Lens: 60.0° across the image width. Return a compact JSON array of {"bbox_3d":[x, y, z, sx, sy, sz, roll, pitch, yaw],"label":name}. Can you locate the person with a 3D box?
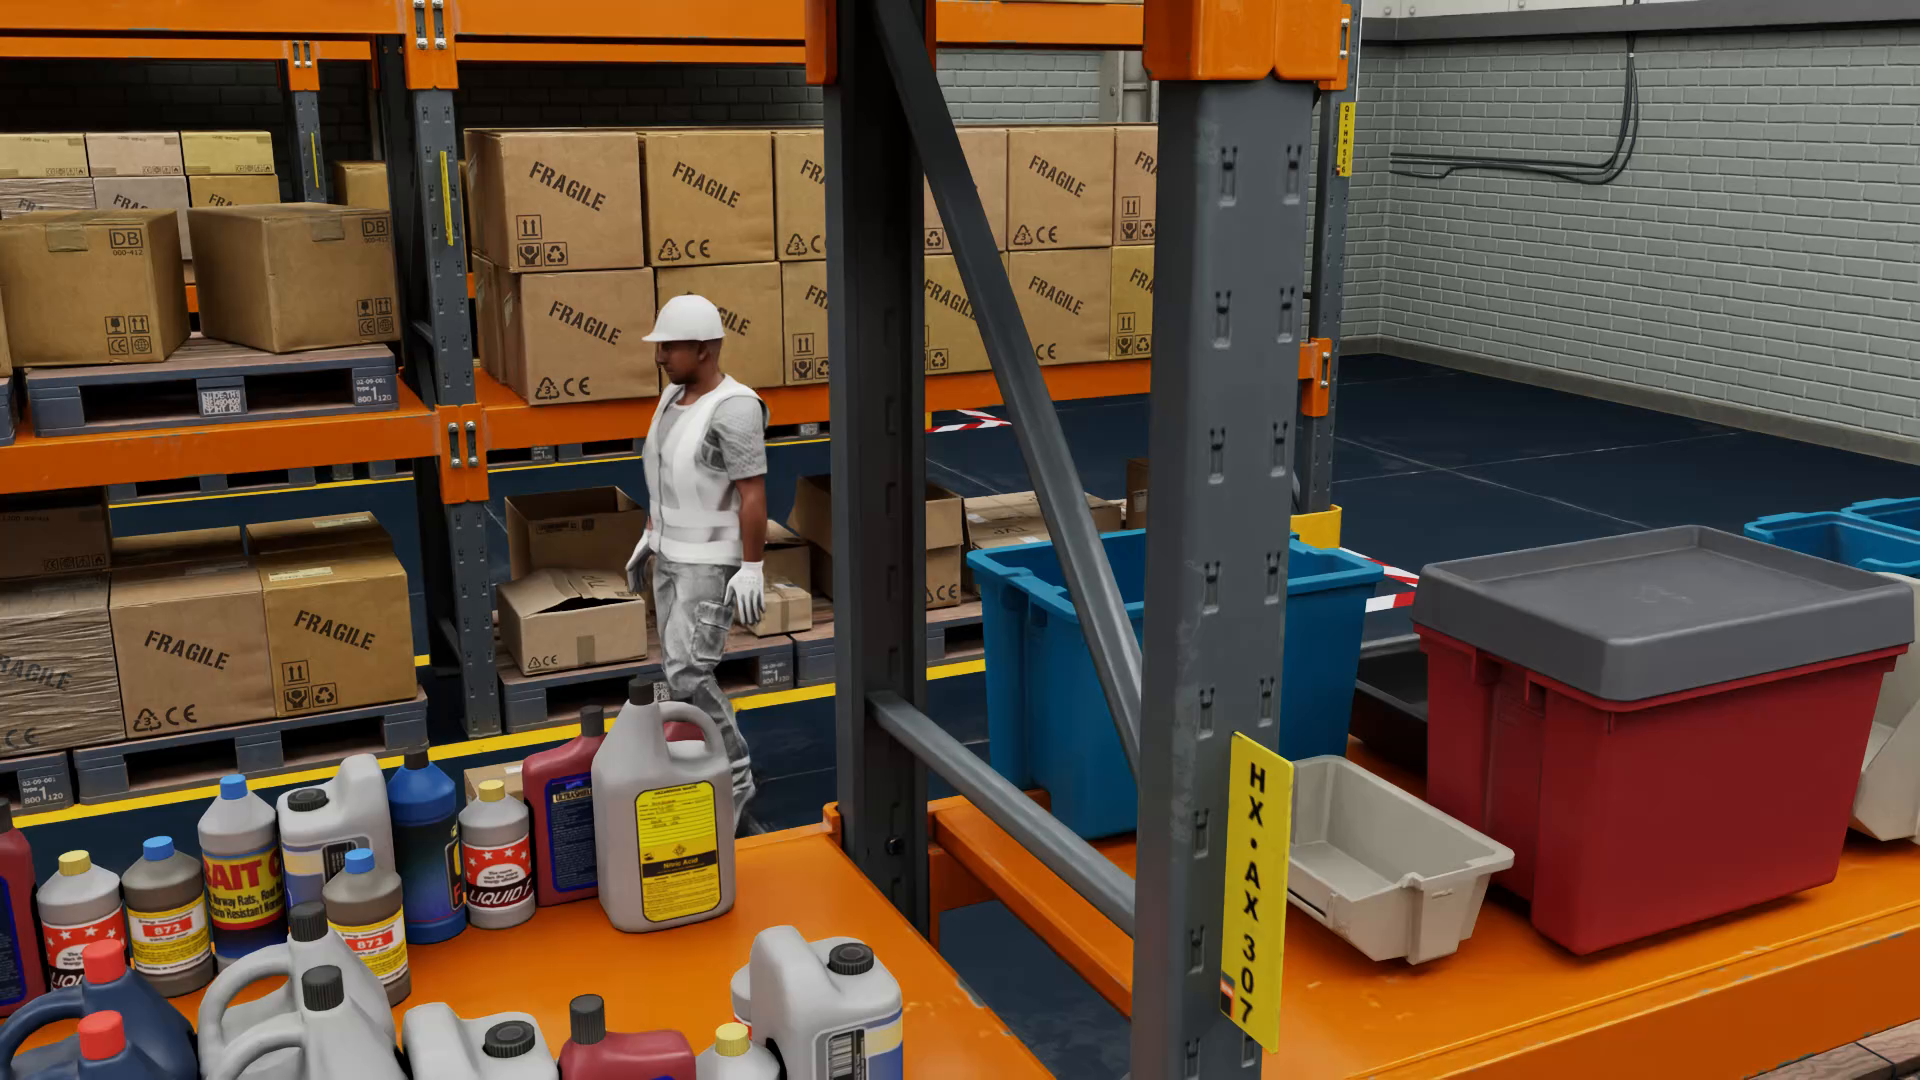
[{"bbox_3d":[-0.891,0.093,5.625,0.408,1.829,0.601,-10,18,-33],"label":"person"}]
